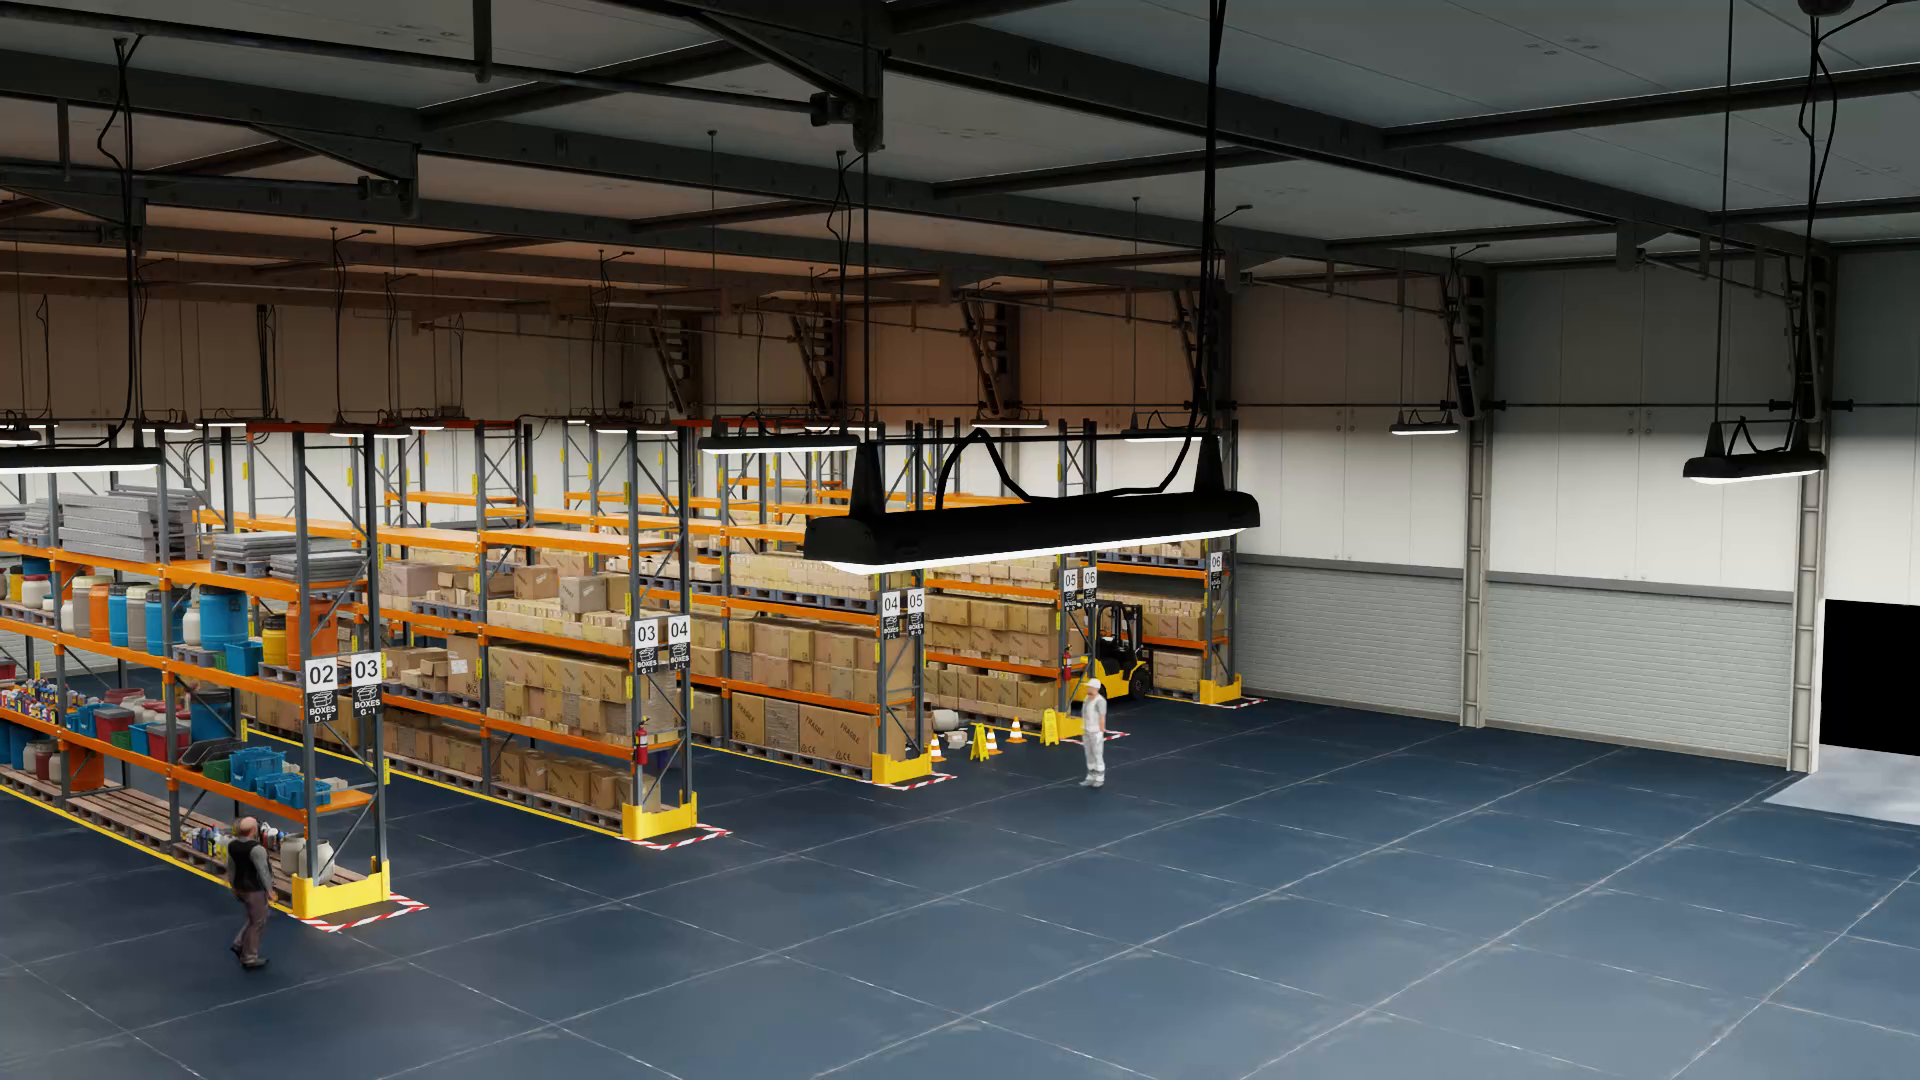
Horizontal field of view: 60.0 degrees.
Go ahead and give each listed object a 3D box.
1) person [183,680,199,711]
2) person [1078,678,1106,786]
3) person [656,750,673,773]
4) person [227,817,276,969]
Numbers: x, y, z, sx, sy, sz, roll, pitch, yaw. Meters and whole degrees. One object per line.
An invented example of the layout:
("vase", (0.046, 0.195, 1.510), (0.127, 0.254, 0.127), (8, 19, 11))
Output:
("person", (-13.294, 3.196, 28.765), (0.823, 1.556, 0.390), (3, 6, 35))
("person", (2.208, 3.191, 27.538), (0.358, 1.812, 0.617), (-3, 6, -36))
("person", (-5.158, 3.210, 28.782), (0.361, 1.708, 0.546), (-1, 5, -10))
("person", (-7.904, 3.934, 18.641), (0.536, 1.706, 0.470), (4, 6, 43))
